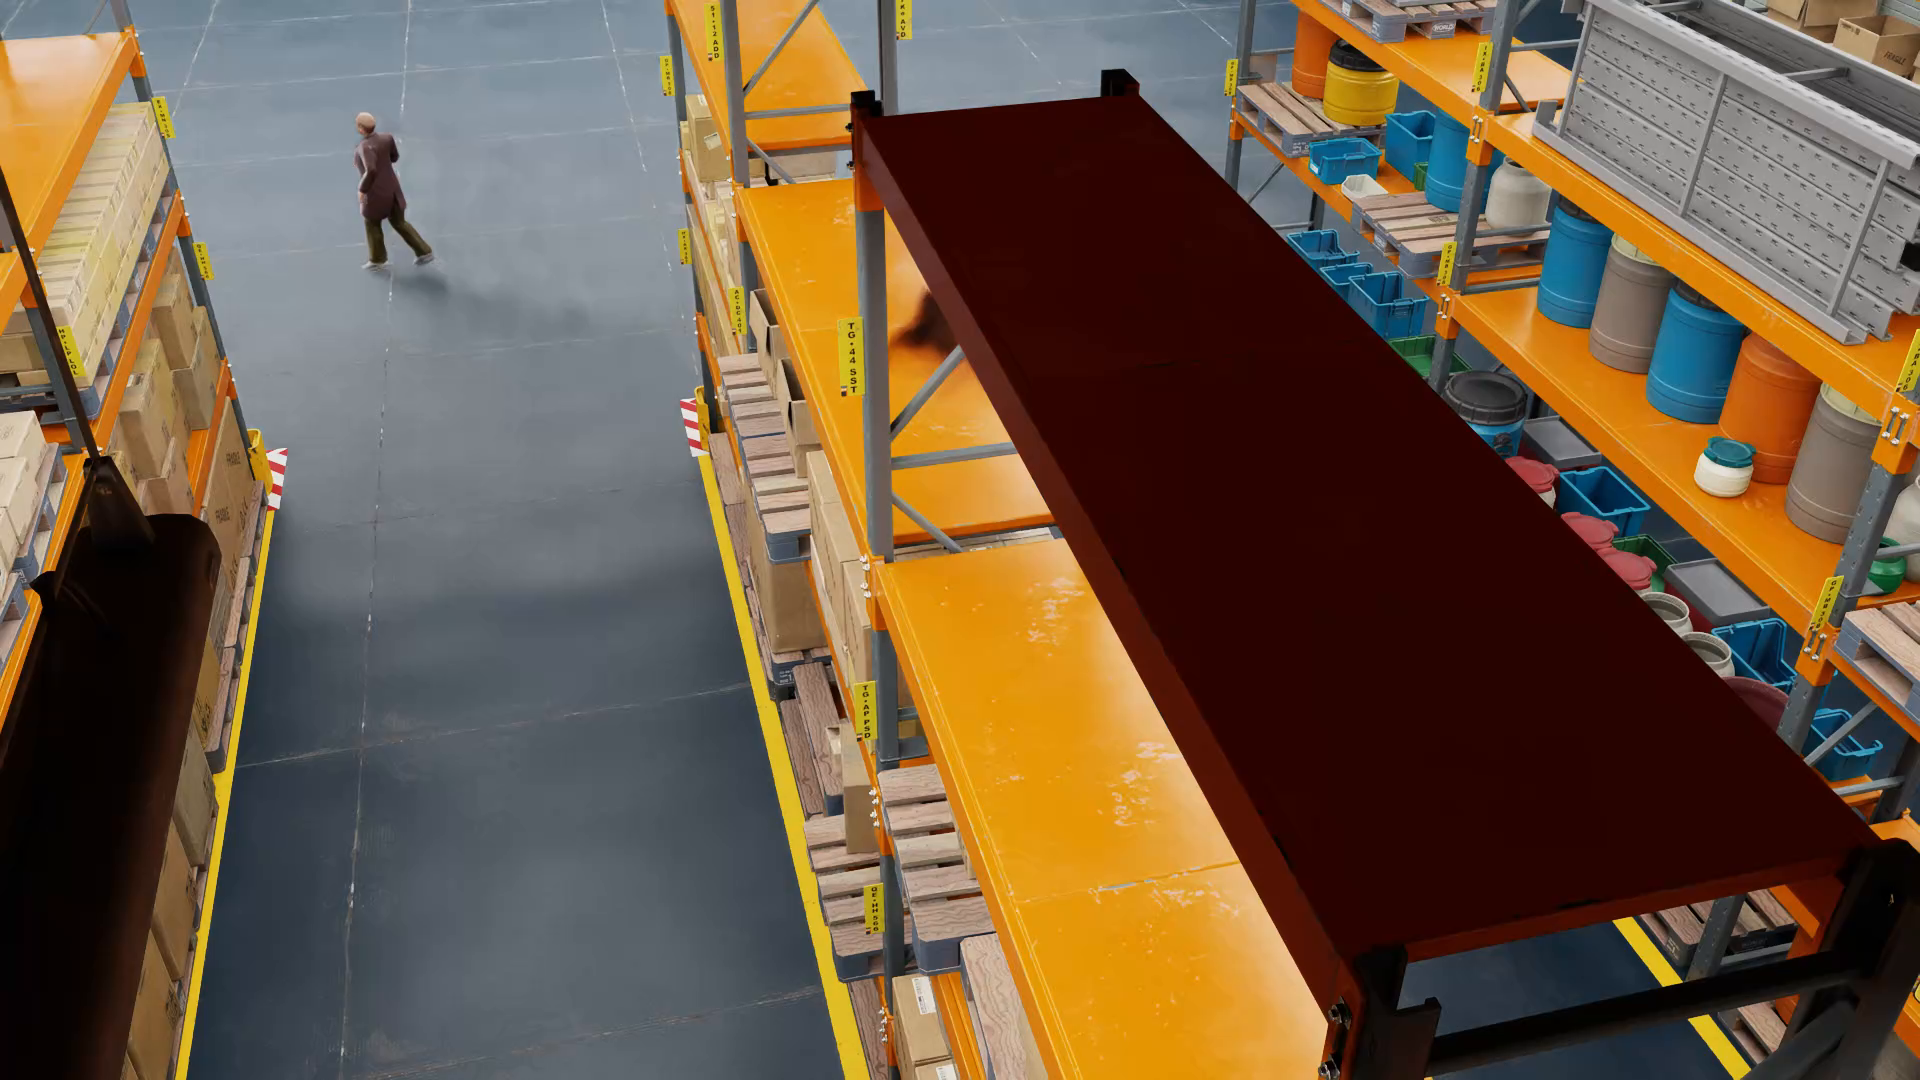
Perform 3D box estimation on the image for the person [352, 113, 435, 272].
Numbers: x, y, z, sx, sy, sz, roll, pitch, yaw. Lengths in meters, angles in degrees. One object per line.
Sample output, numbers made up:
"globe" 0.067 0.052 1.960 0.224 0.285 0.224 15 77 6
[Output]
"person" -6.206 -3.708 17.929 0.922 1.829 0.737 14 37 19
